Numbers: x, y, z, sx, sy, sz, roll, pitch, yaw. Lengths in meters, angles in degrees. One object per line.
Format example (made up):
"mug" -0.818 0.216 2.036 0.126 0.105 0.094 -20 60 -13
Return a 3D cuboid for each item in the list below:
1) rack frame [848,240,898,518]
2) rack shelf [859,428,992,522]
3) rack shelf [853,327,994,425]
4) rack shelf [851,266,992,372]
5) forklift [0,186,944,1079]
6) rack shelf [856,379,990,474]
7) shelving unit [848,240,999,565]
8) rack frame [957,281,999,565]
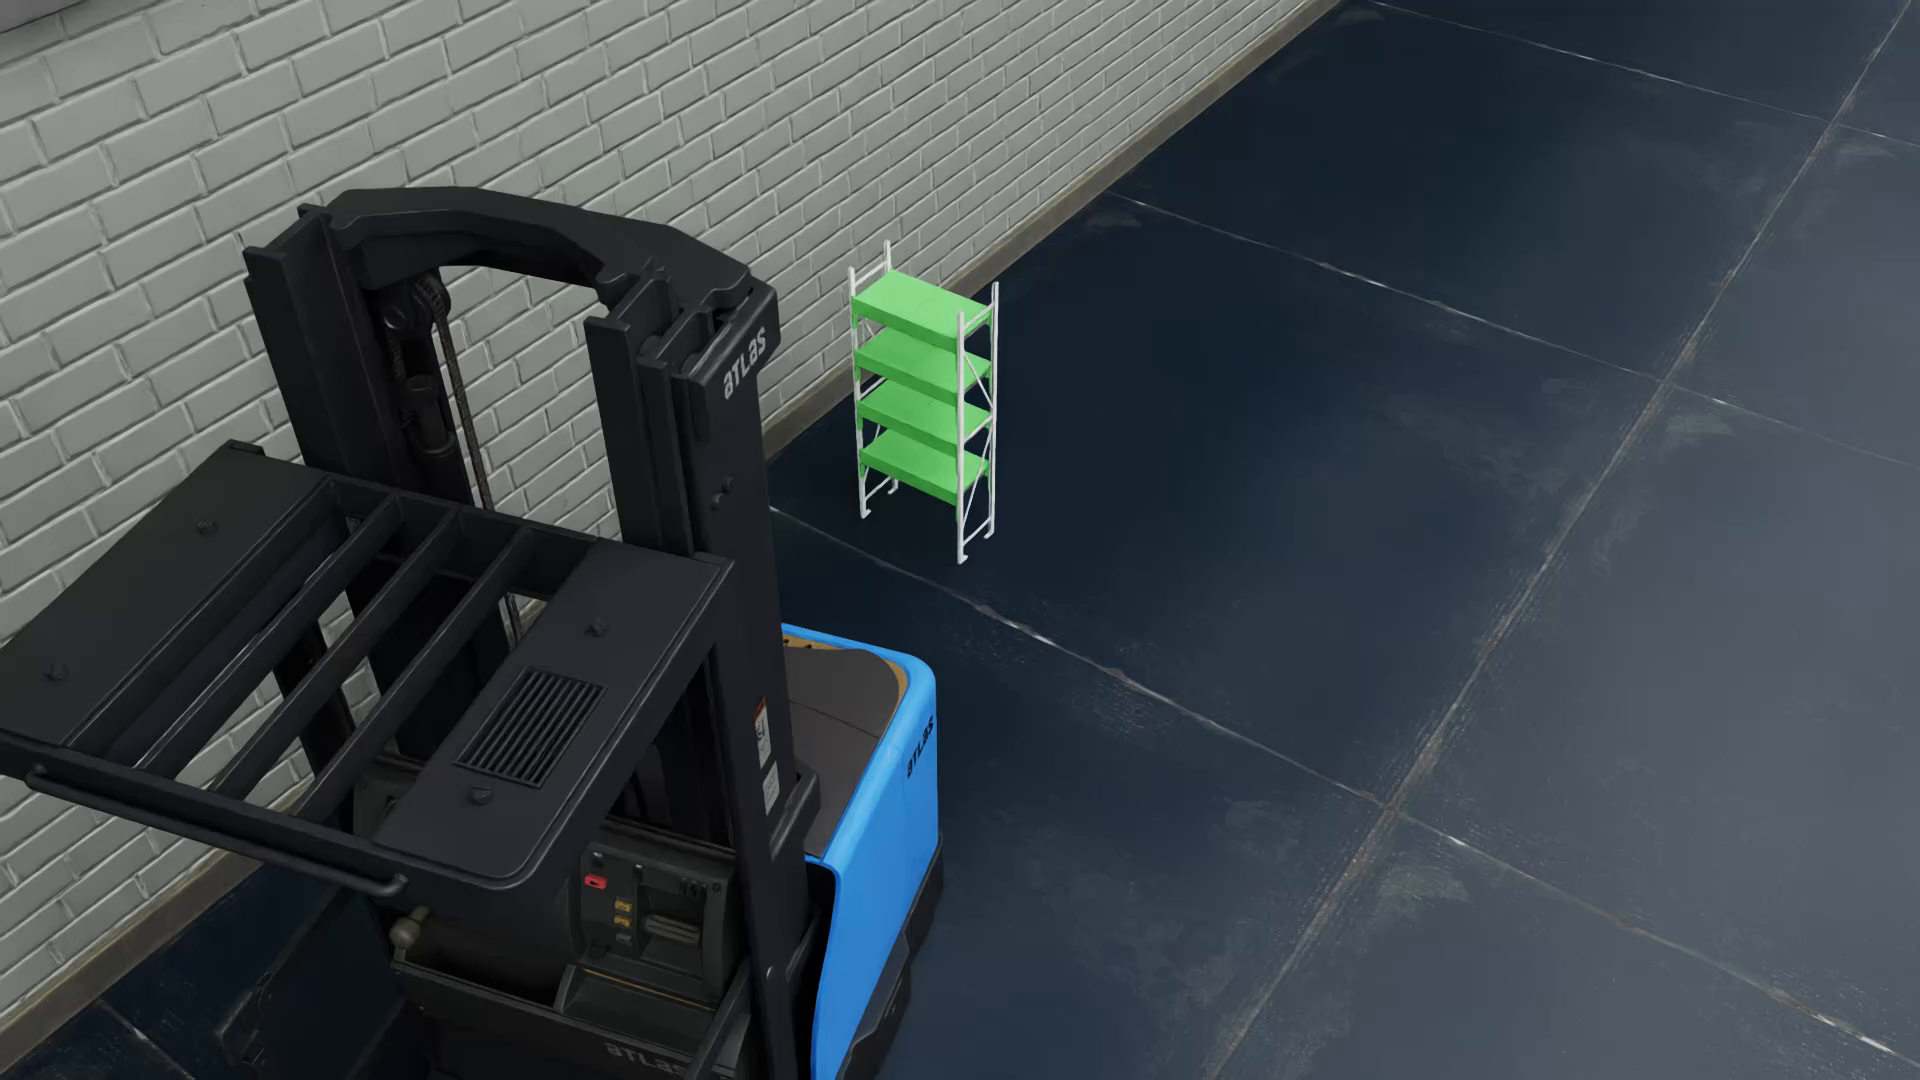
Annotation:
"rack frame" -0.335 -0.604 6.525 0.015 1.200 0.240 25 48 25
"rack shelf" -0.136 -0.284 6.623 0.480 0.148 0.258 25 48 25
"rack shelf" -0.136 -0.642 6.303 0.480 0.148 0.258 25 48 25
"rack shelf" -0.136 -0.821 6.143 0.480 0.148 0.258 25 48 25
"forklift" -1.013 0.877 3.572 1.130 2.935 3.031 13 43 14
"rack shelf" -0.136 -0.463 6.463 0.480 0.148 0.258 25 48 25
"shelving unit" -0.136 -0.511 6.421 0.503 1.200 0.258 25 48 25
"rack frame" 0.064 -0.417 6.316 0.015 1.200 0.240 25 48 25
